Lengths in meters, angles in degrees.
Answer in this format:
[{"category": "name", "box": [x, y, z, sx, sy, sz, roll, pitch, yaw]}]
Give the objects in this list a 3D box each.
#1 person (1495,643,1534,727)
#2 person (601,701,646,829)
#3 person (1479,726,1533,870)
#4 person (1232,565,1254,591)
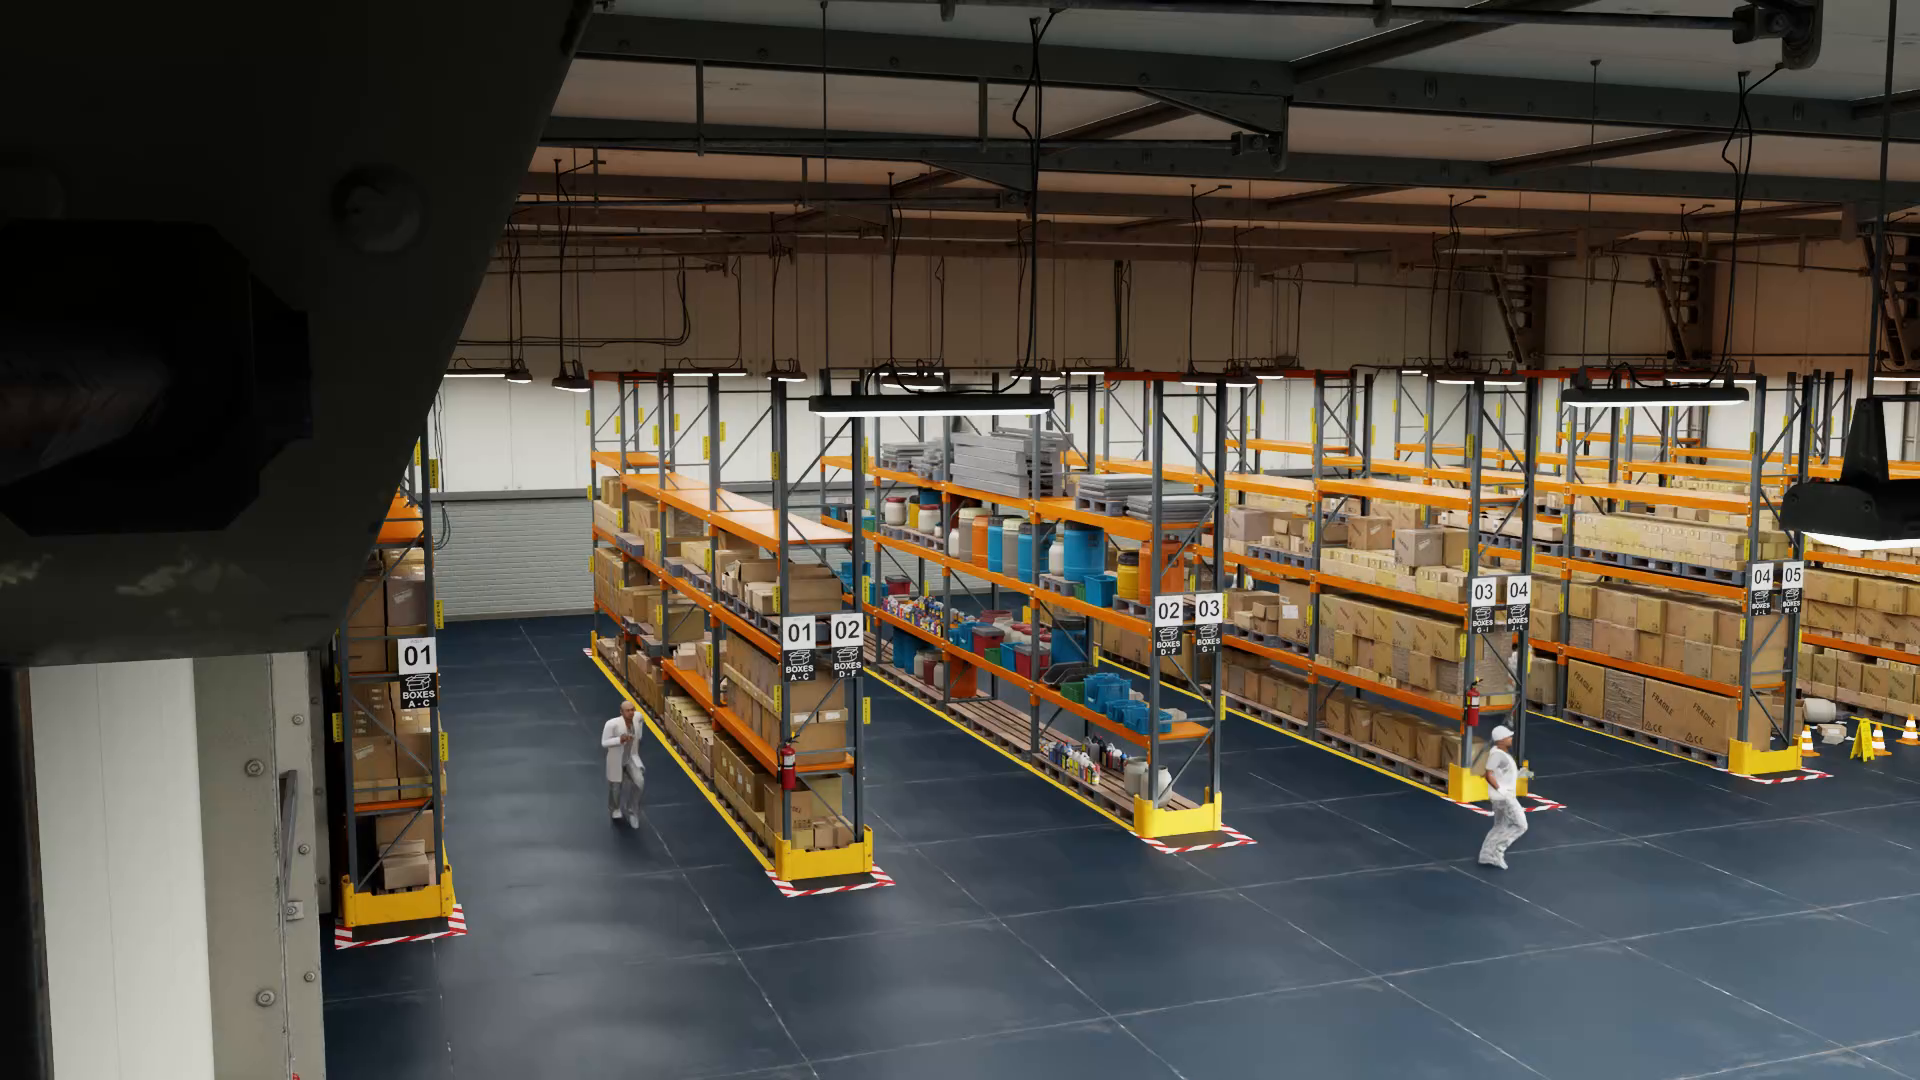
[{"category": "person", "box": [9.461, 2.434, 28.470, 0.613, 1.506, 1.017, -2, 7, -15]}, {"category": "person", "box": [-4.517, 2.983, 22.292, 0.692, 1.752, 0.999, -4, 7, -30]}, {"category": "person", "box": [6.746, 3.172, 20.479, 0.635, 1.774, 0.663, 1, 6, 10]}, {"category": "person", "box": [6.251, 1.340, 36.658, 0.653, 1.793, 0.902, -4, 7, -30]}]
